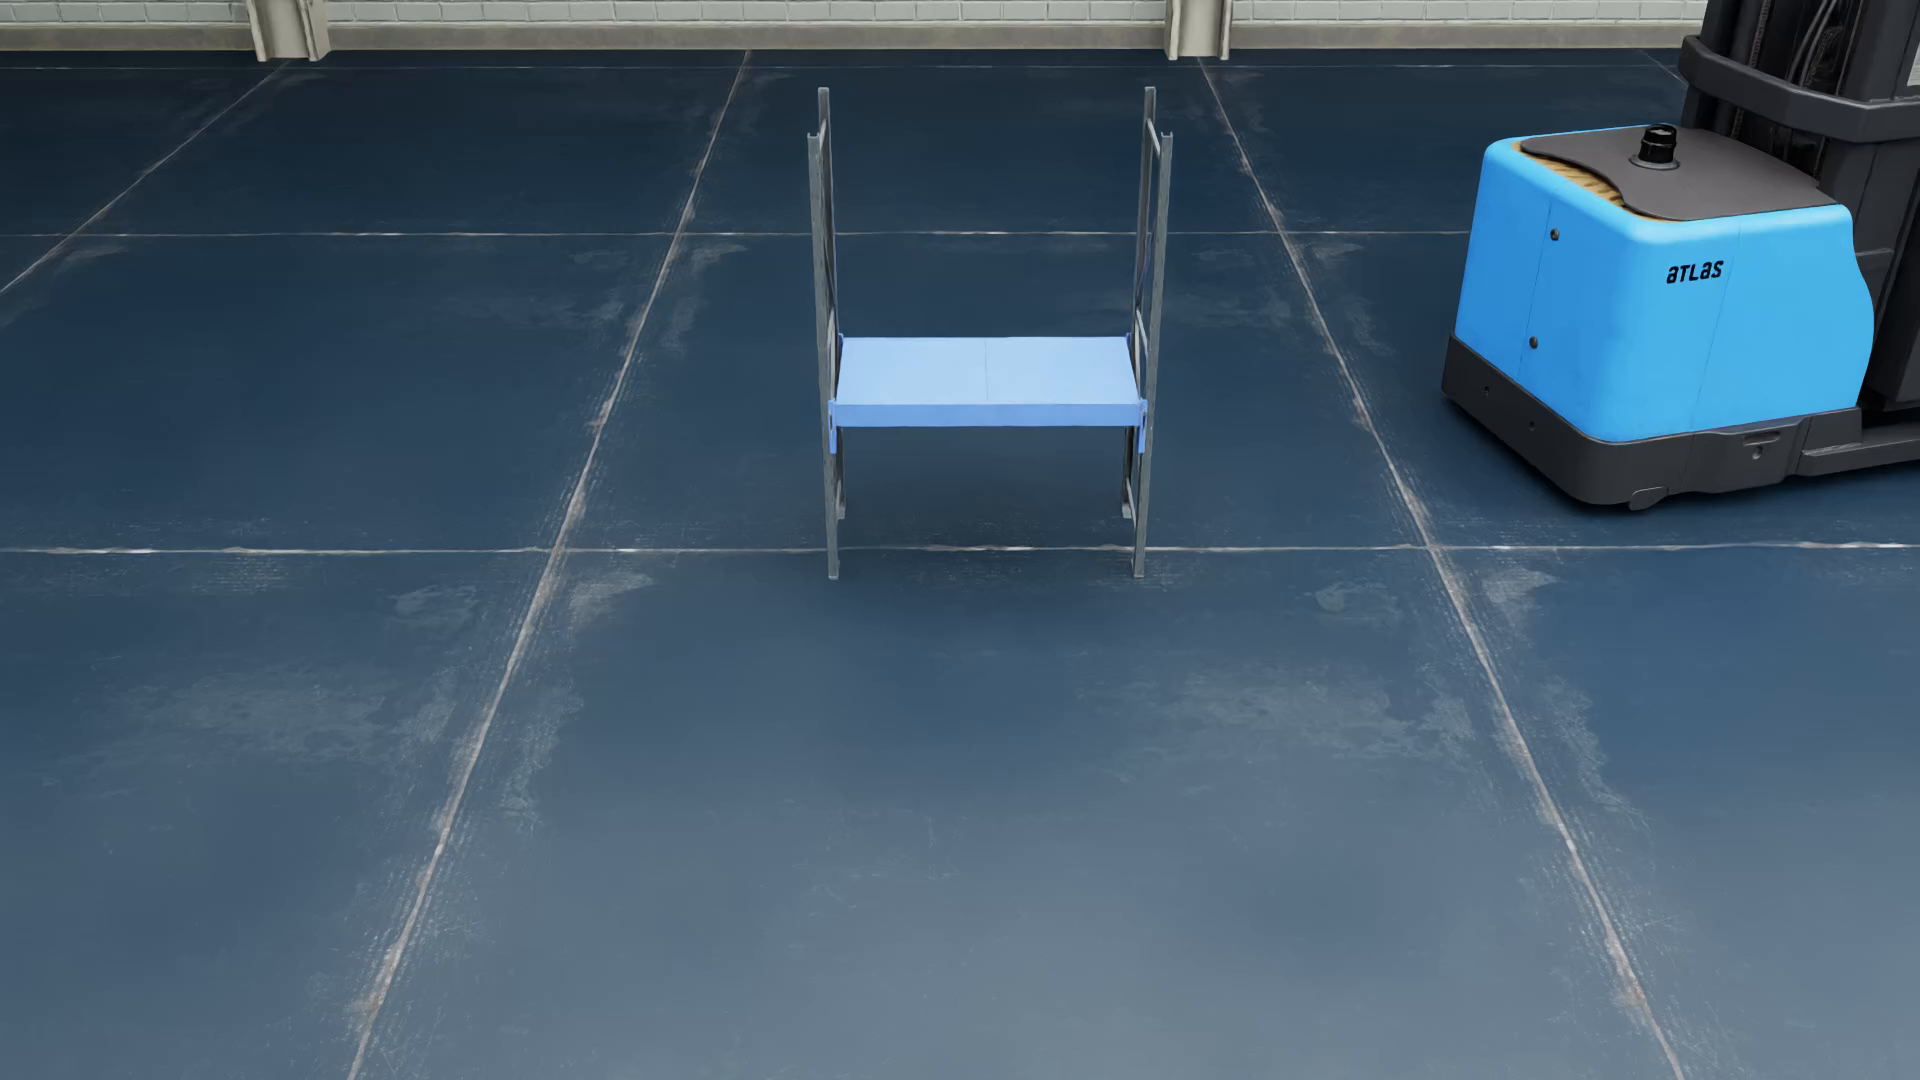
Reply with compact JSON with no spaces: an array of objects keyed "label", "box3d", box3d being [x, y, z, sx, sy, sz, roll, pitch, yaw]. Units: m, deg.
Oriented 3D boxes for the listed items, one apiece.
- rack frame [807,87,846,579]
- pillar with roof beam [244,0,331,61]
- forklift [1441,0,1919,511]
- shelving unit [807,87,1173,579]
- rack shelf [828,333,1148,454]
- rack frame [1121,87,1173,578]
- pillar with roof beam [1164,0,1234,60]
[{"label":"rack frame","box3d":[-0.423,-0.640,5.359,0.032,1.500,0.500,0,31,0]},{"label":"pillar with roof beam","box3d":[-4.400,-4.845,5.060,0.400,9.000,9.100,0,31,0]},{"label":"forklift","box3d":[3.485,-1.782,5.861,3.031,2.935,1.130,-9,32,-14]},{"label":"shelving unit","box3d":[0.085,-0.641,5.361,1.048,1.500,0.538,0,31,0]},{"label":"rack shelf","box3d":[0.085,-0.488,5.455,1.000,0.185,0.538,0,31,0]},{"label":"rack frame","box3d":[0.594,-0.643,5.364,0.032,1.500,0.500,0,31,0]},{"label":"pillar with roof beam","box3d":[1.600,-4.864,5.091,0.400,9.000,9.100,0,31,0]}]
